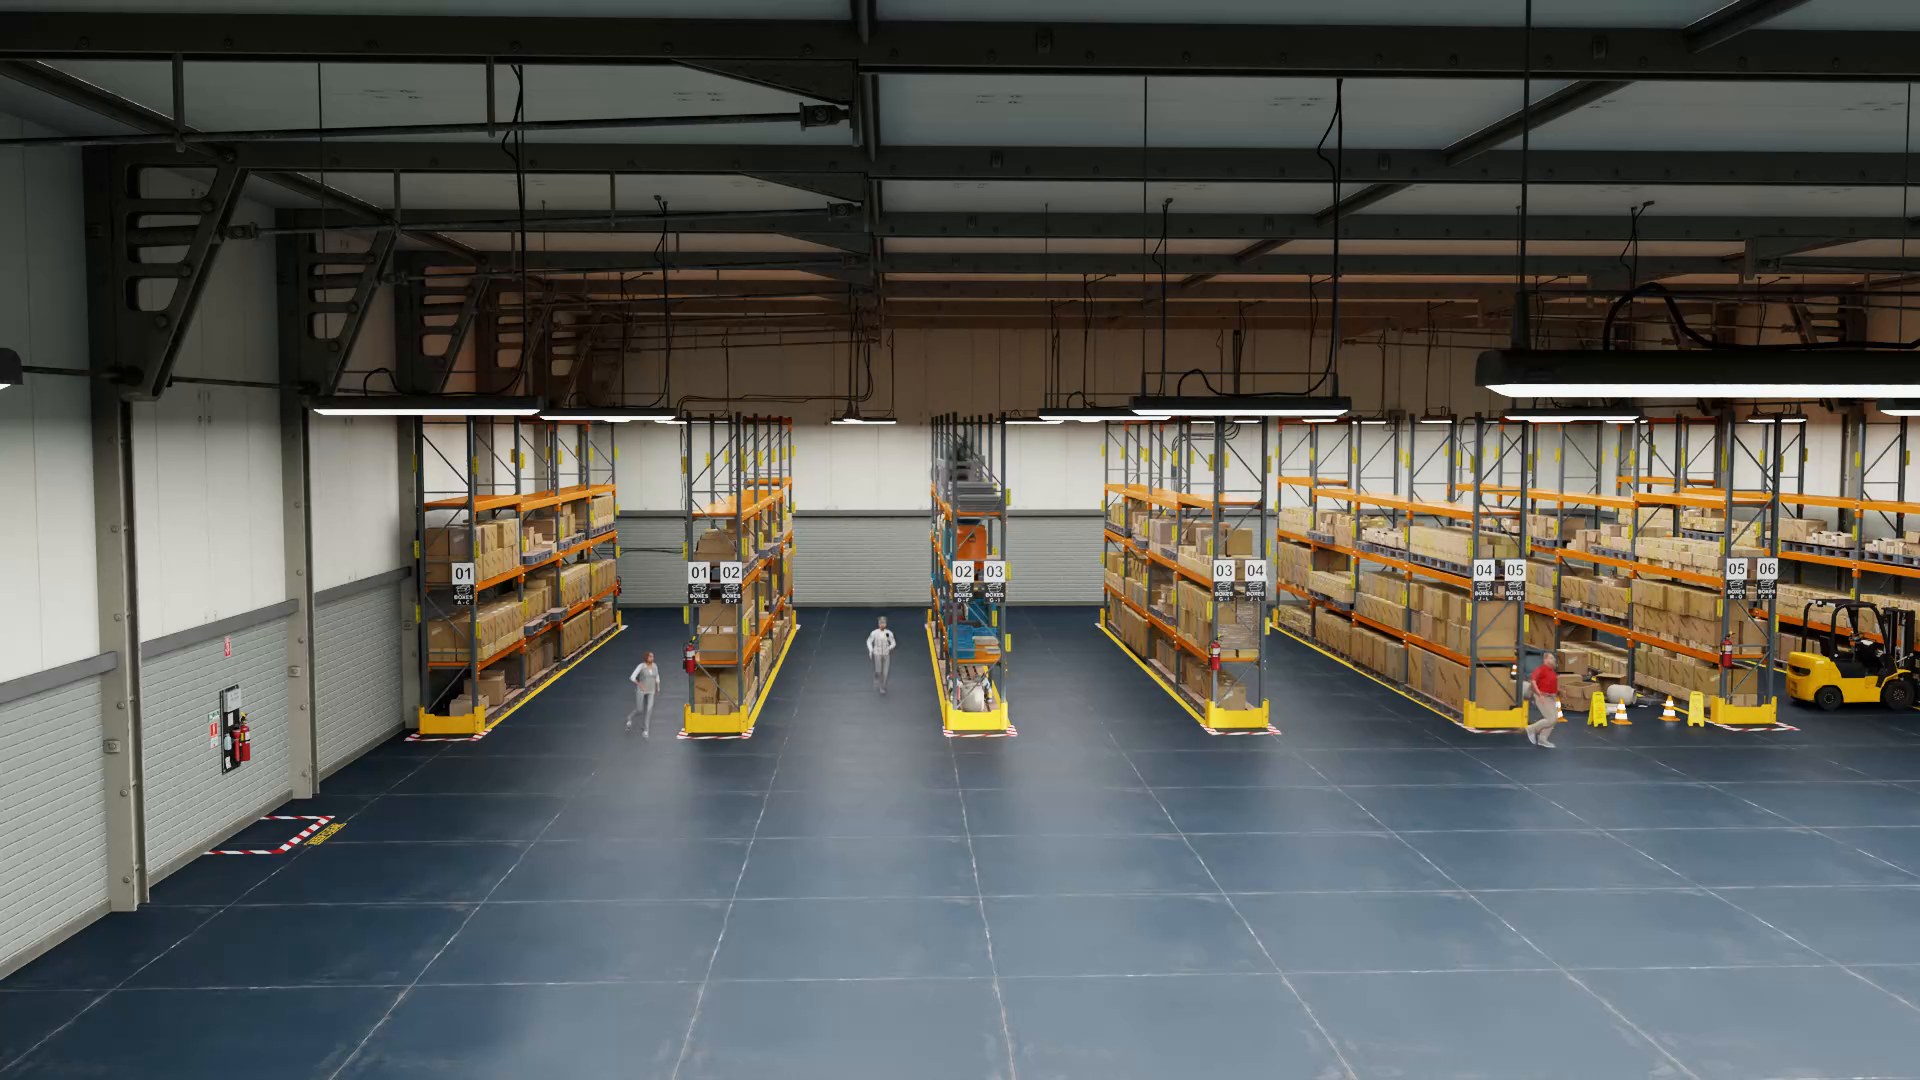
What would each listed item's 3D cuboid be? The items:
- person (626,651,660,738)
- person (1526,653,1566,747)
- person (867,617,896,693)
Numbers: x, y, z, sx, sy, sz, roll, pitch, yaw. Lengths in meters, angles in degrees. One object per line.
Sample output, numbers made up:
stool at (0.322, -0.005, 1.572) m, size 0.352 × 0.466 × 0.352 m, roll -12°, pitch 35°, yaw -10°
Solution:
person at (-5.810, 2.851, 30.850) m, size 0.601 × 1.529 × 0.830 m, roll -3°, pitch 5°, yaw -34°
person at (10.498, 2.856, 29.776) m, size 0.597 × 1.697 × 0.678 m, roll 3°, pitch 5°, yaw 42°
person at (-1.668, 2.469, 35.629) m, size 0.612 × 1.650 × 0.551 m, roll -1°, pitch 4°, yaw -8°
